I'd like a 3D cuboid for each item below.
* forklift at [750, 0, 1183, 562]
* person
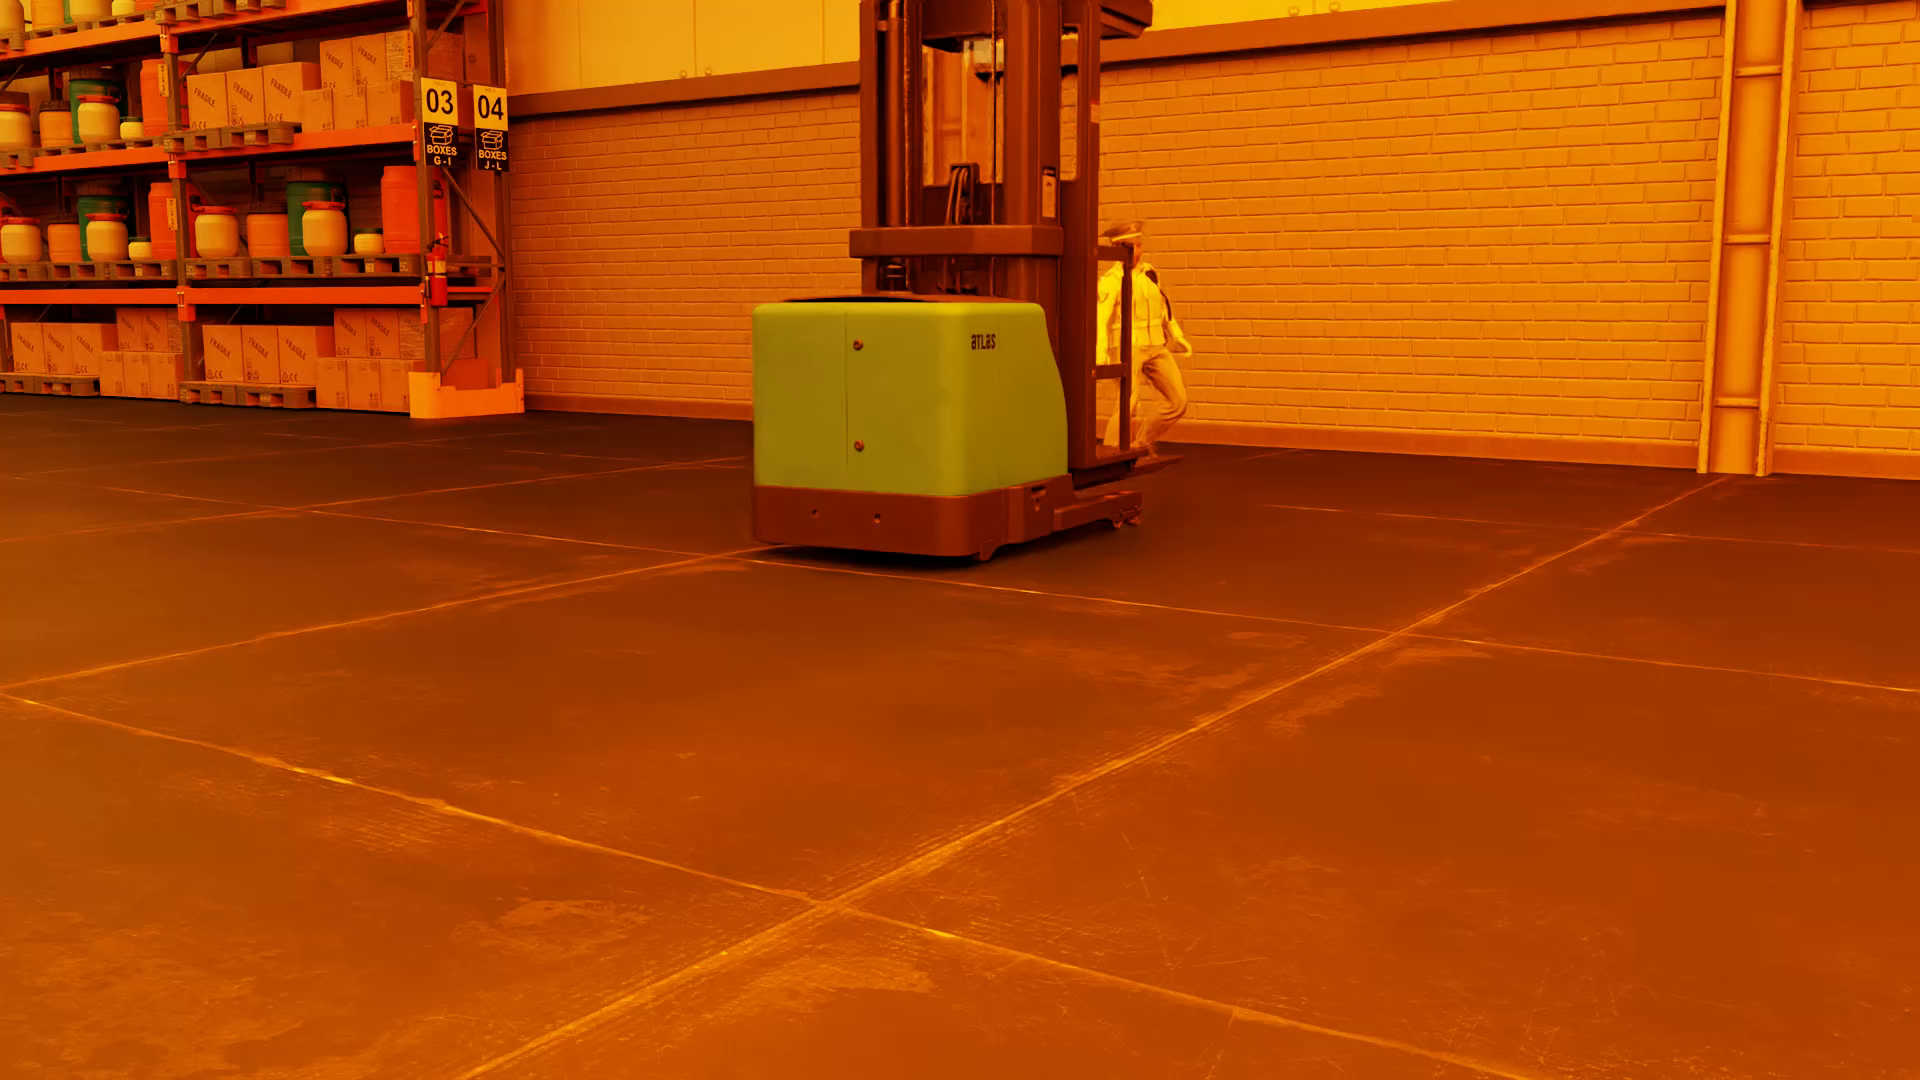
[{"bbox_3d":[0.244,-1.531,7.959,1.130,2.935,3.031,4,9,28],"label":"forklift"},{"bbox_3d":[1.086,-1.180,10.309,0.743,1.571,0.470,-5,10,-32],"label":"person"}]
